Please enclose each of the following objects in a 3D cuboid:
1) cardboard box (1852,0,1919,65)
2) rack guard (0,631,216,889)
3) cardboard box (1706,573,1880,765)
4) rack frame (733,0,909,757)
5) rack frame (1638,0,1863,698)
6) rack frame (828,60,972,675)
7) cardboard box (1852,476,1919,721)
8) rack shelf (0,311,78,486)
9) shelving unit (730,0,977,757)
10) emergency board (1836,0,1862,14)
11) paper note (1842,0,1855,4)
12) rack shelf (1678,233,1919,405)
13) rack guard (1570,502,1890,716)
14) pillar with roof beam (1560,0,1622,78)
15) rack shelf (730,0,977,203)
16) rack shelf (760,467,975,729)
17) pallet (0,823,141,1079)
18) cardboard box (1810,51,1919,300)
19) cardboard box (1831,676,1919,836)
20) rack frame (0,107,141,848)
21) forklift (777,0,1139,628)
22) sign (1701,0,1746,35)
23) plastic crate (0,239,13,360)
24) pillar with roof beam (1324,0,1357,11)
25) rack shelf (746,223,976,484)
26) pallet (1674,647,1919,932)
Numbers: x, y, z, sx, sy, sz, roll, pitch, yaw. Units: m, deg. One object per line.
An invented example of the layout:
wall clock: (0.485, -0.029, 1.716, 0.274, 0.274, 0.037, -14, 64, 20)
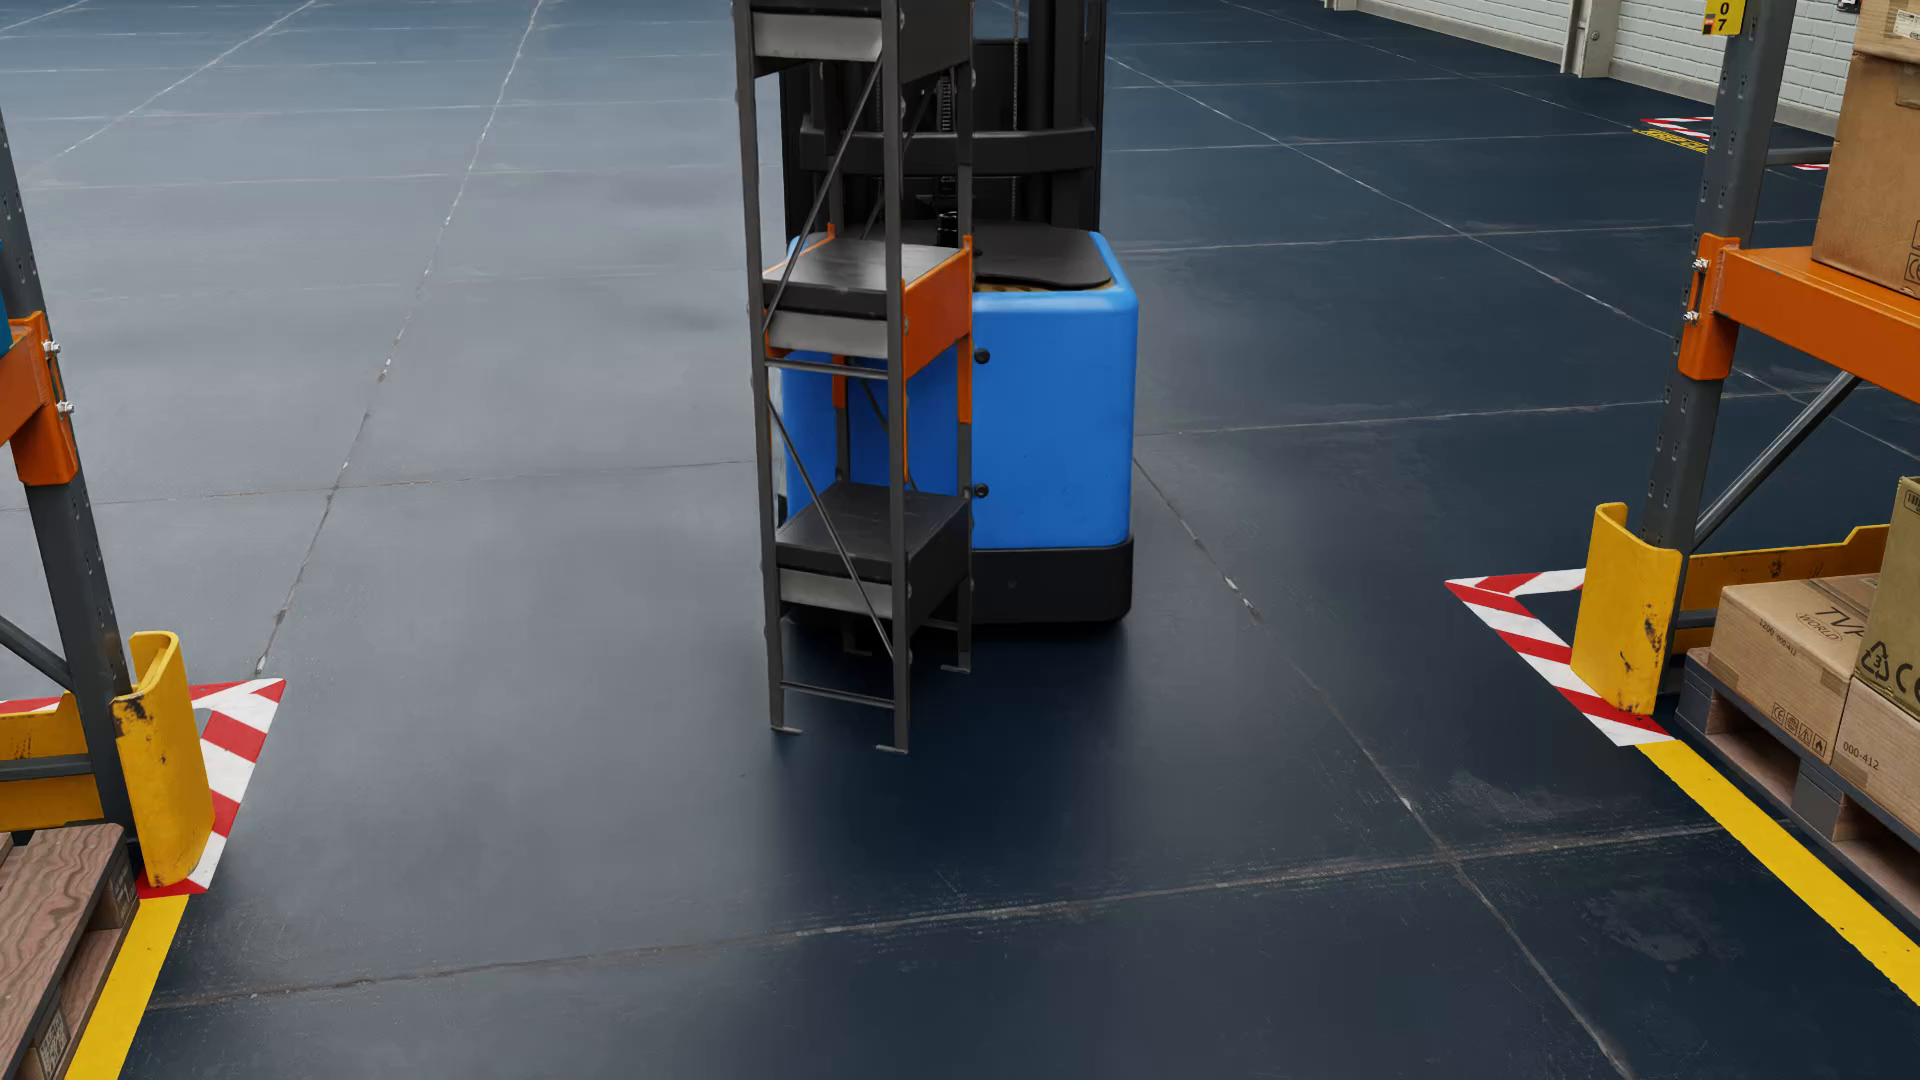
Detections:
cardboard box: (2.255, -1.156, 3.713, 0.380, 0.149, 0.250, -4, 24, -10)
rack guard: (-2.415, 0.554, 3.856, 1.175, 0.500, 0.348, -4, 24, -10)
cardboard box: (2.274, 0.312, 4.198, 0.500, 0.250, 0.500, -4, 24, -10)
rack frame: (-0.327, -0.416, 4.078, 0.400, 2.100, 0.015, 8, 25, 18)
rack frame: (2.394, -0.983, 4.253, 1.000, 3.000, 0.127, -4, 24, -10)
rack frame: (-0.159, -0.599, 4.498, 0.400, 2.100, 0.015, 8, 25, 18)
cardboard box: (2.369, 0.165, 3.598, 0.500, 0.500, 0.500, -4, 24, -10)
rack shelf: (-2.105, 0.499, 1.759, 1.077, 0.370, 4.000, -4, 24, -10)
shelving unit: (-0.243, -0.507, 4.288, 0.431, 2.100, 0.503, 8, 25, 18)
emergency board: (6.712, -4.474, 12.247, 0.194, 1.169, 0.643, -4, 24, -10)
paper note: (6.747, -4.146, 12.595, 0.016, 0.148, 0.142, -4, 24, -10)
rack shelf: (2.764, 0.134, 2.595, 1.077, 0.370, 4.000, -4, 24, -10)
rack guard: (2.389, 0.153, 4.775, 1.175, 0.500, 0.348, -4, 24, -10)
pillar with roof beam: (1.791, -8.290, 13.489, 9.100, 9.000, 0.400, -4, 24, -10)
rack shelf: (-0.243, -1.136, 4.013, 0.431, 0.518, 0.480, 8, 25, 18)
rack shelf: (-0.243, 0.147, 4.573, 0.431, 0.518, 0.480, 8, 25, 18)
pallet: (-2.270, 1.007, 3.182, 1.003, 0.211, 1.213, -4, 24, -10)
cardboard box: (2.468, -0.844, 3.810, 0.700, 0.500, 0.500, -4, 24, -10)
cardboard box: (2.370, 0.509, 3.749, 0.500, 0.250, 0.500, -4, 24, -10)
rack frame: (-2.475, -0.618, 3.417, 1.000, 3.000, 0.127, -4, 24, -10)
forklift: (-0.074, -1.629, 5.818, 1.130, 2.935, 3.031, -1, 24, -3)
sign: (1.847, -1.377, 3.975, 0.100, 0.325, 0.005, -4, 24, -10)
plastic crate: (-2.088, -0.375, 3.046, 0.499, 0.251, 0.616, -4, 24, -10)
pillar with roof beam: (0.682, -10.650, 18.892, 9.100, 9.000, 0.400, -4, 24, -10)
rack shelf: (-0.243, -0.495, 4.293, 0.431, 0.518, 0.480, 8, 25, 18)
pallet: (2.576, 0.593, 4.129, 1.003, 0.211, 1.213, -4, 24, -10)
